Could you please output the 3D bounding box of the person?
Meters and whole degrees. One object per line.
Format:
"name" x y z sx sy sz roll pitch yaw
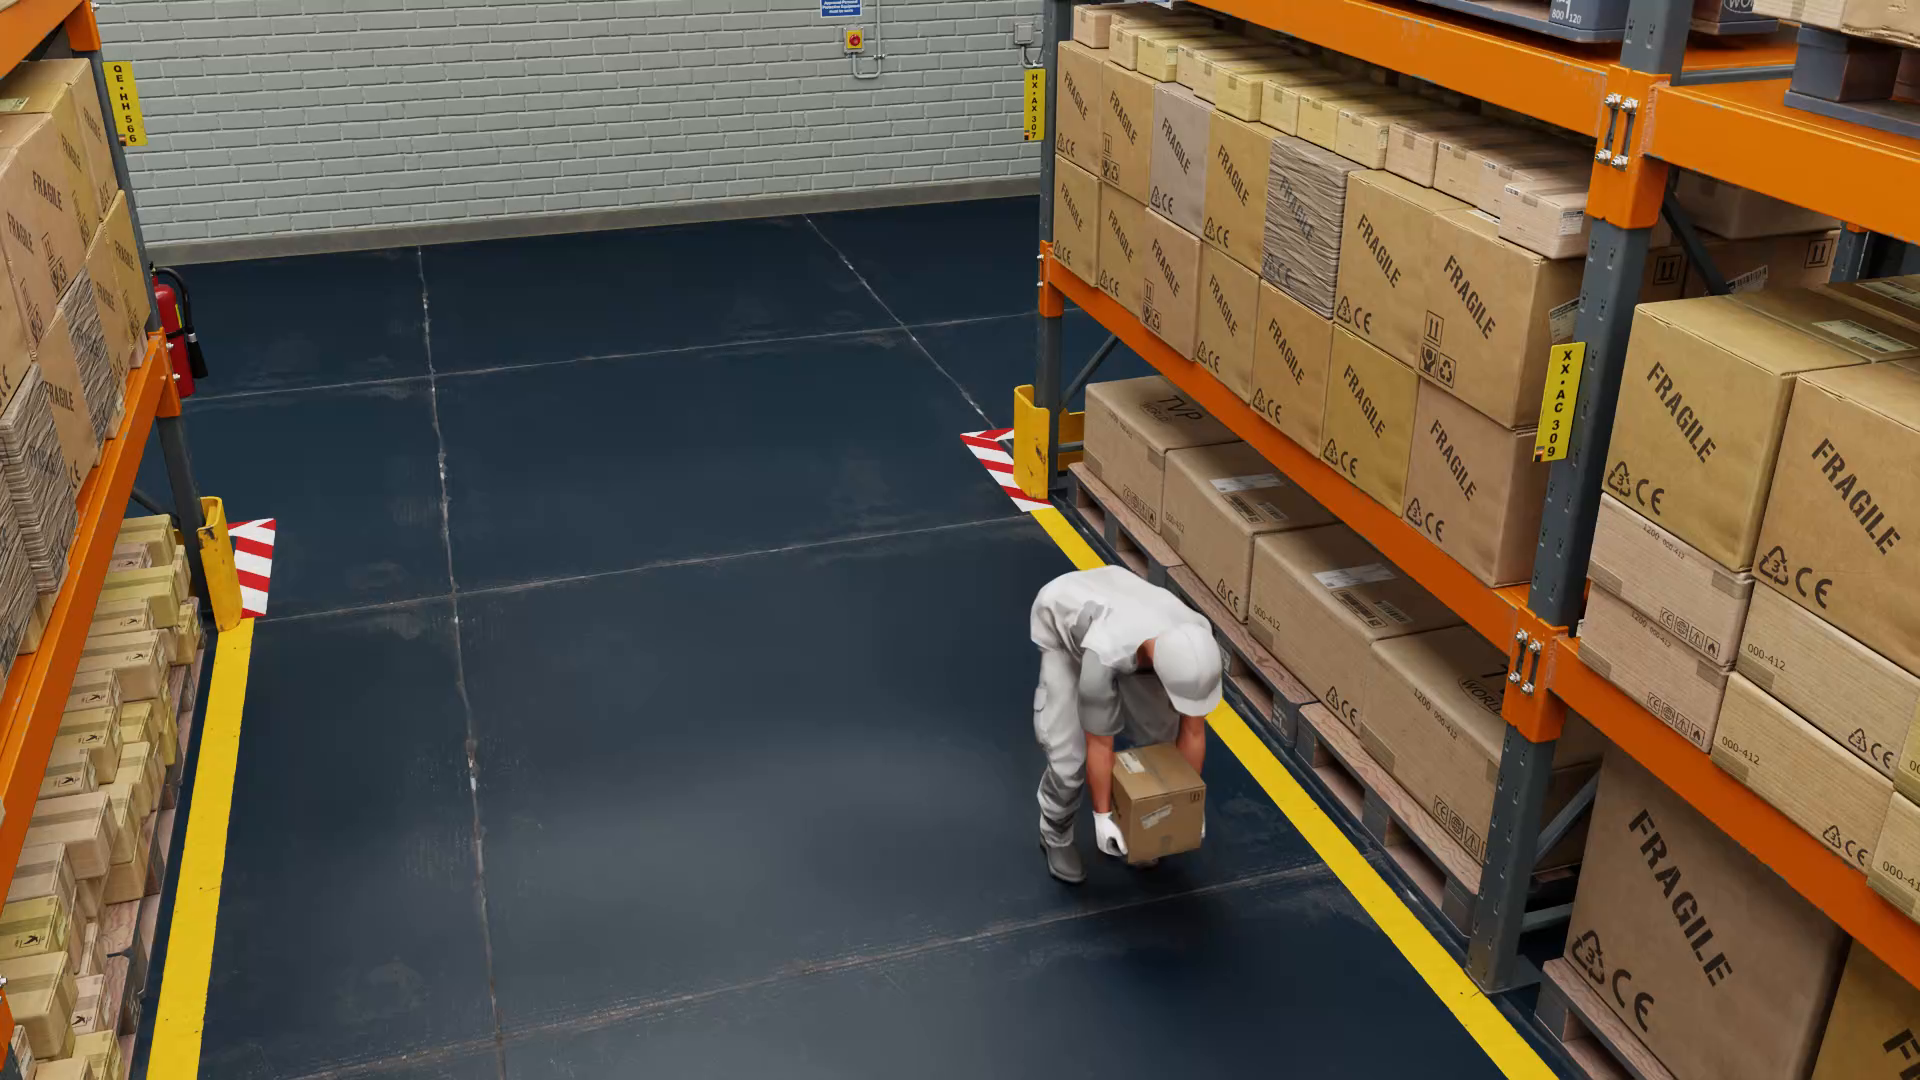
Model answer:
"person" 0.547 0.647 5.423 0.513 1.205 0.939 -9 28 -18
